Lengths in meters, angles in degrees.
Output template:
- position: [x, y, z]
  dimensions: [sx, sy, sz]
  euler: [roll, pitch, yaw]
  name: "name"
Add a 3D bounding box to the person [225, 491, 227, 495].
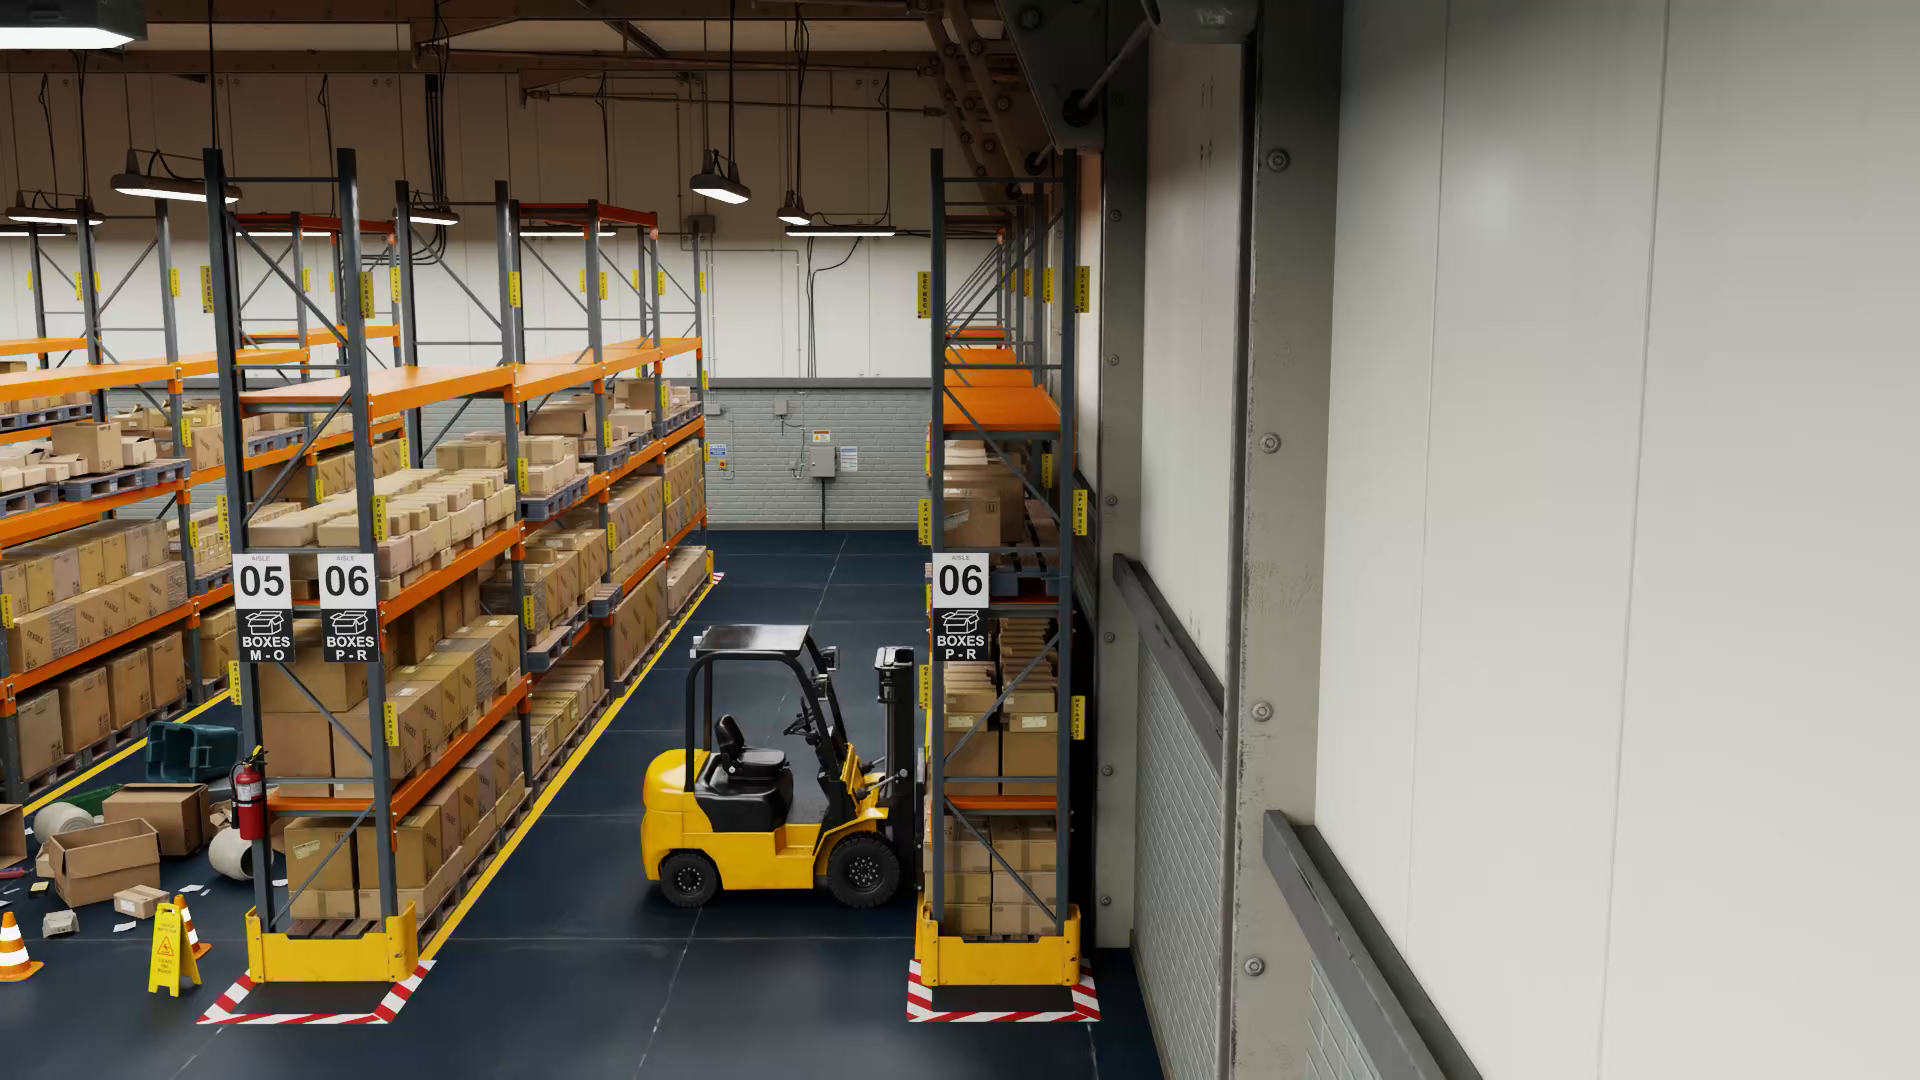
- position: [-11.469, 0.066, 26.491]
  dimensions: [0.667, 1.789, 0.833]
  euler: [1, 9, 8]
  name: "person"
